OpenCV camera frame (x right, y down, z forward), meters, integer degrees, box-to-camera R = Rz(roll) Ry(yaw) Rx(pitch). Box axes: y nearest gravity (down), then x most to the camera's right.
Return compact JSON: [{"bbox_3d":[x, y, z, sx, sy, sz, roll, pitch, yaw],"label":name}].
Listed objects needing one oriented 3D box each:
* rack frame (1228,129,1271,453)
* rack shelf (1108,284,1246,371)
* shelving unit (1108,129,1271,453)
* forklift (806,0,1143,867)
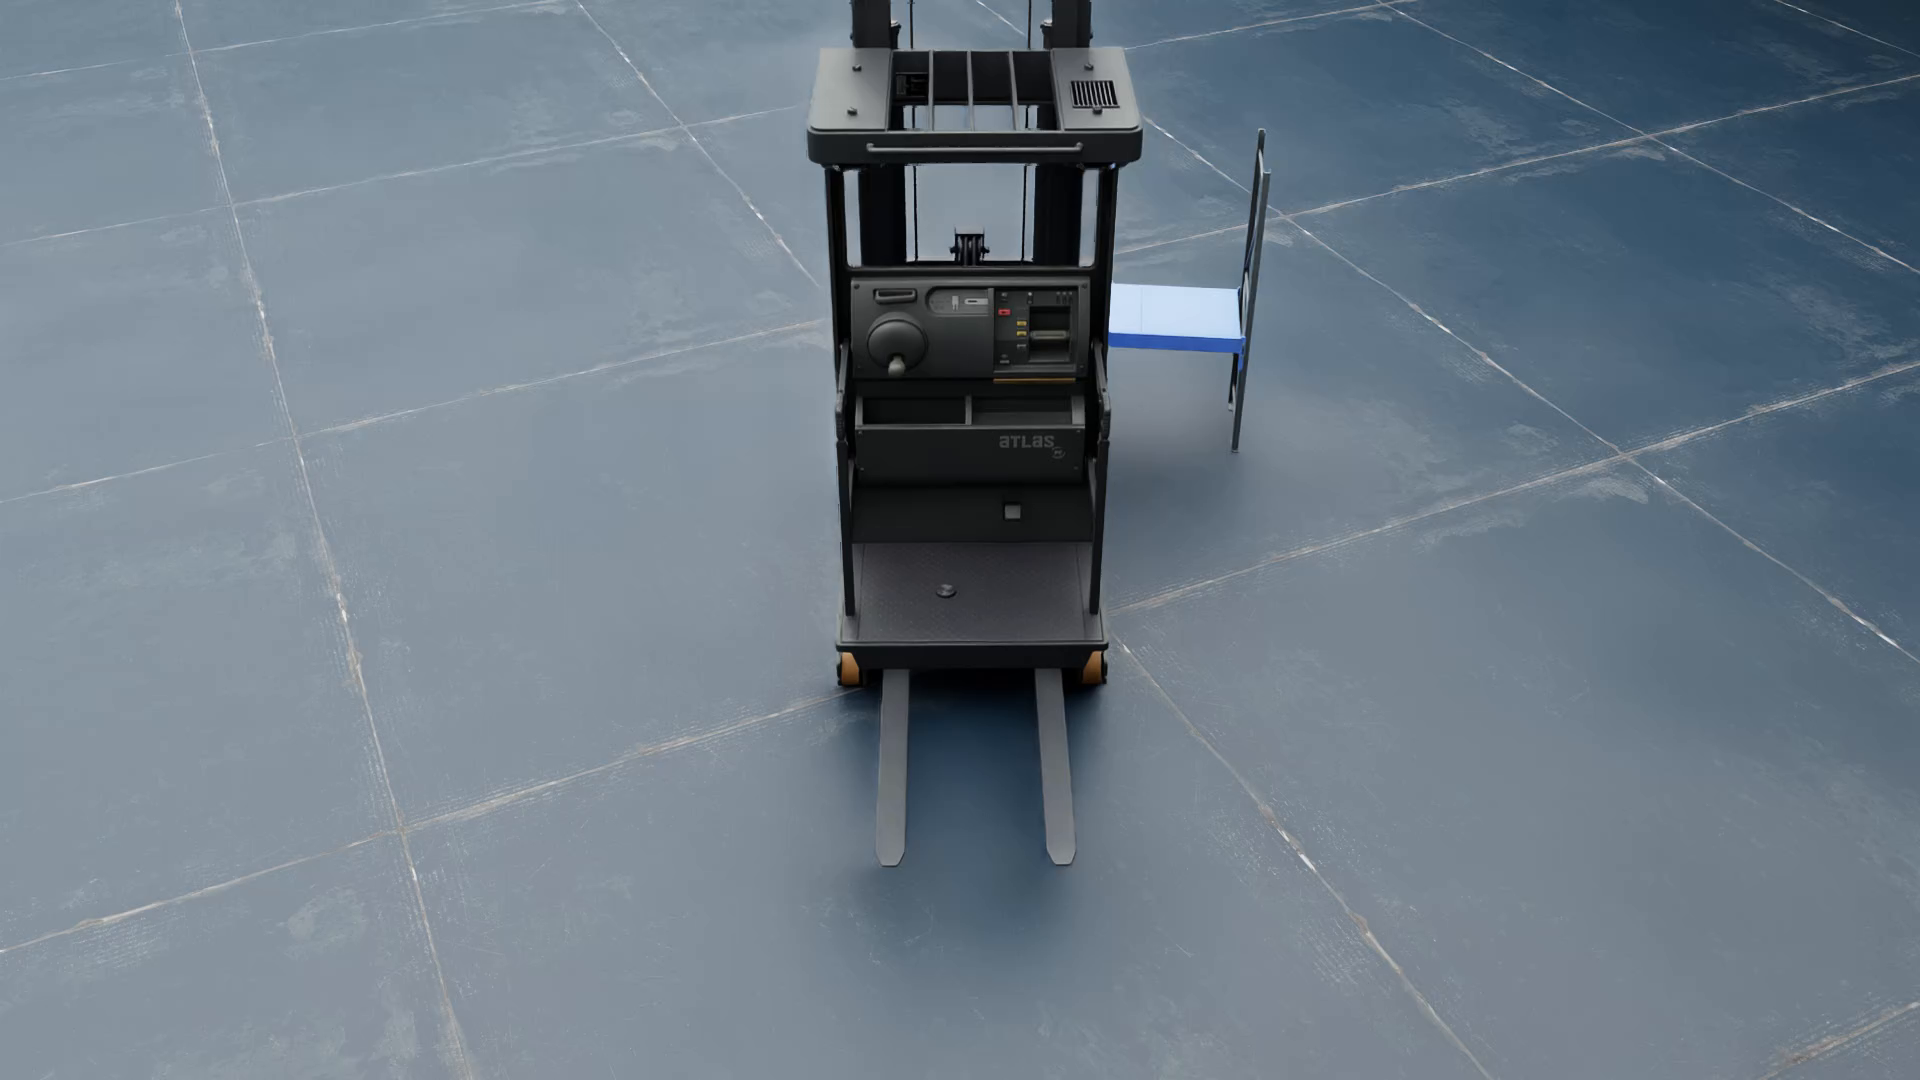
[{"bbox_3d":[1.400,-1.190,8.096,0.032,1.500,0.500,3,37,5],"label":"rack frame"},{"bbox_3d":[0.894,-1.075,8.243,1.000,0.185,0.538,3,37,5],"label":"rack shelf"},{"bbox_3d":[0.894,-1.220,8.136,1.048,1.500,0.538,3,37,5],"label":"shelving unit"},{"bbox_3d":[0.045,-0.758,6.312,1.130,2.935,3.031,0,37,0],"label":"forklift"}]
